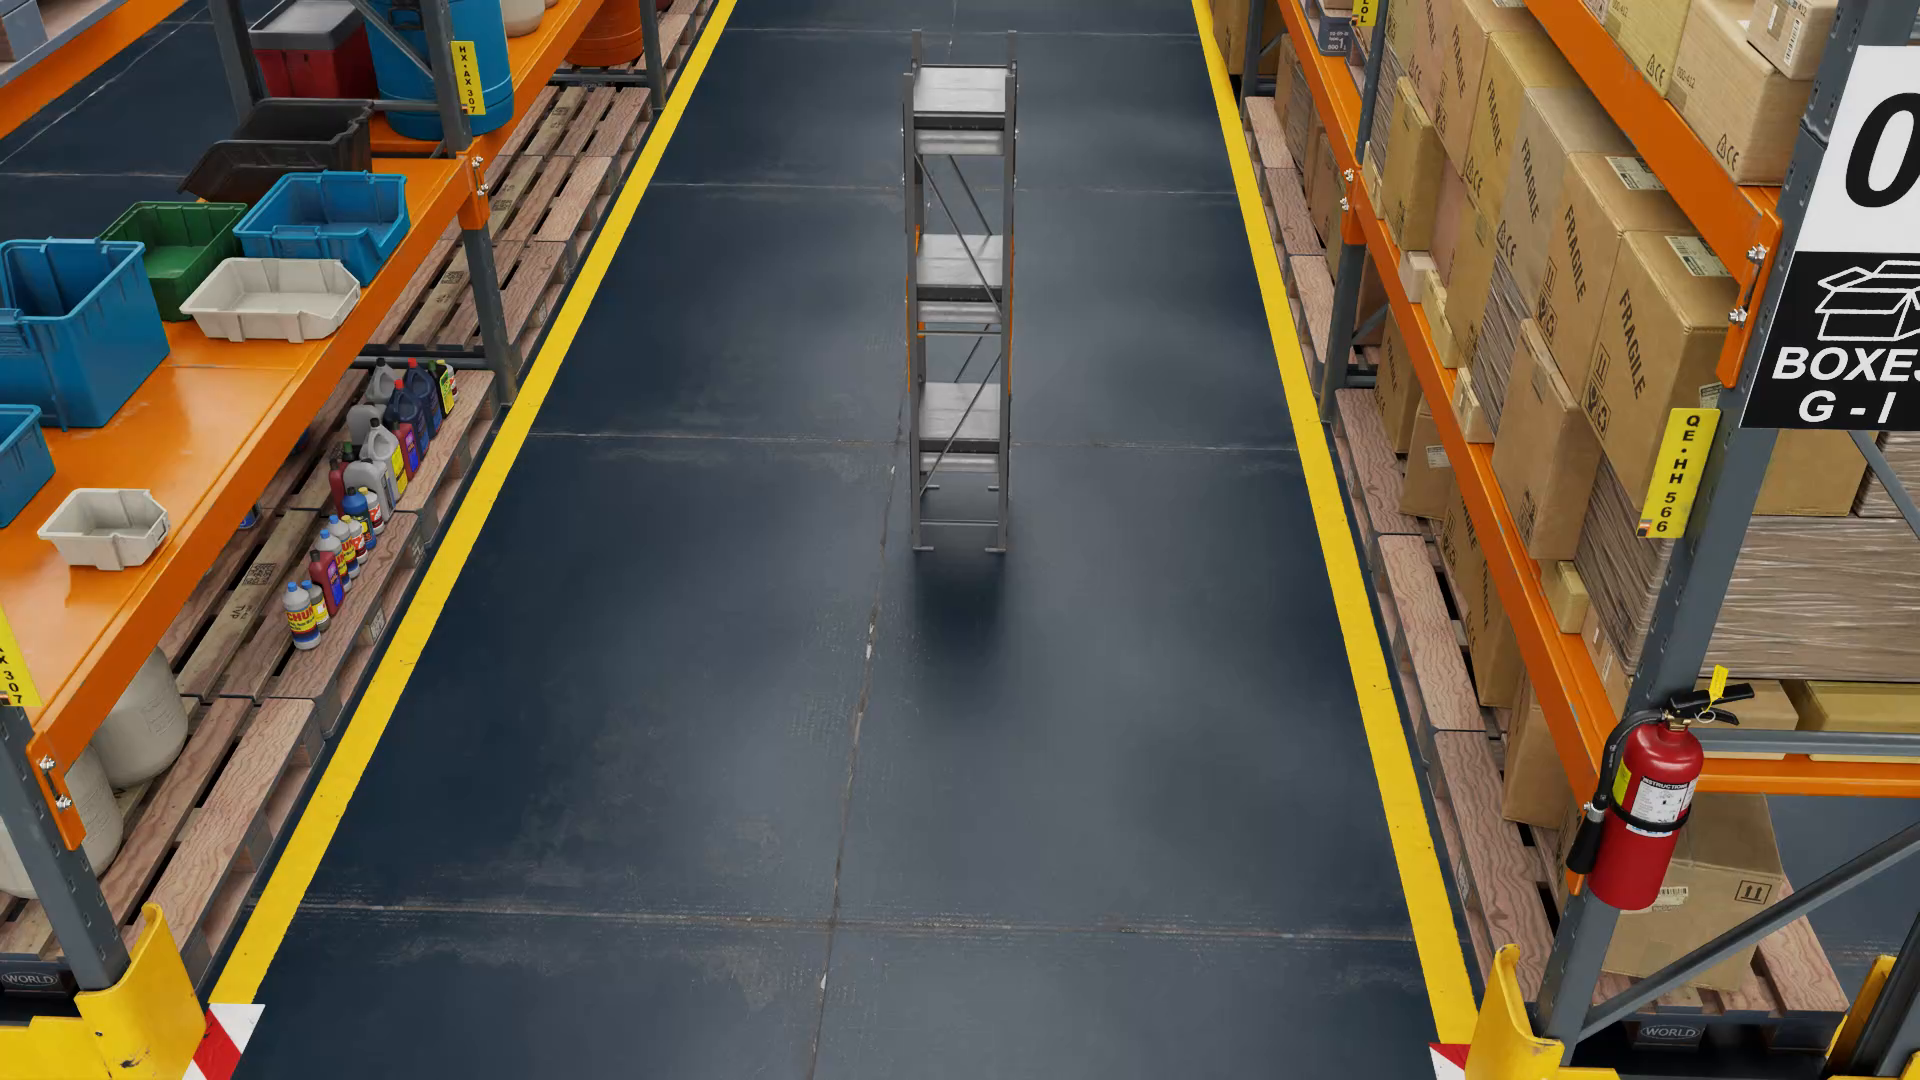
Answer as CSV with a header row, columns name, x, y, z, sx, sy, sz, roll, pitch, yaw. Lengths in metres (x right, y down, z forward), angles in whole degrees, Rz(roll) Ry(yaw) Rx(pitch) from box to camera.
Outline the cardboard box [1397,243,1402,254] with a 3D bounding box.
name,x,y,z,sx,sy,sz,roll,pitch,yaw
cardboard box,1.934,-1.159,6.509,0.380,0.149,0.250,1,35,2

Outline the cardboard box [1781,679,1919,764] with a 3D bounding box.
name,x,y,z,sx,sy,sz,roll,pitch,yaw
cardboard box,2.338,0.432,4.244,0.380,0.149,0.250,1,35,2

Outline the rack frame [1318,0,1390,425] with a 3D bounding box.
name,x,y,z,sx,sy,sz,roll,pitch,yaw
rack frame,2.249,-1.810,7.217,1.000,3.000,0.127,1,35,2

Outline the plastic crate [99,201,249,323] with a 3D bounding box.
name,x,y,z,sx,sy,sz,roll,pitch,yaw
plastic crate,-3.037,-1.065,6.340,0.450,0.188,0.662,1,35,2

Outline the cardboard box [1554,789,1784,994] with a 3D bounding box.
name,x,y,z,sx,sy,sz,roll,pitch,yaw
cardboard box,2.130,0.980,5.055,0.500,0.500,0.500,8,36,11

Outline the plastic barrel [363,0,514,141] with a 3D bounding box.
name,x,y,z,sx,sy,sz,roll,pitch,yaw
plastic barrel,-2.382,-2.345,7.542,0.600,0.901,0.708,1,35,2

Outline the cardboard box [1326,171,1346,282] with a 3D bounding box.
name,x,y,z,sx,sy,sz,roll,pitch,yaw
cardboard box,2.333,-1.593,8.700,0.700,0.500,0.500,1,35,2

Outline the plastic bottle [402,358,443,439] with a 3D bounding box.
name,x,y,z,sx,sy,sz,roll,pitch,yaw
plastic bottle,-2.438,-0.644,7.479,0.144,0.351,0.185,0,35,1

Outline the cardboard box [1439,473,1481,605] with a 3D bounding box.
name,x,y,z,sx,sy,sz,roll,pitch,yaw
cardboard box,2.231,-0.043,6.511,0.500,0.500,0.500,-2,35,-2

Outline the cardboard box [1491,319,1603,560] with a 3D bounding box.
name,x,y,z,sx,sy,sz,roll,pitch,yaw
cardboard box,2.038,-0.280,4.694,0.875,0.500,0.500,1,35,2

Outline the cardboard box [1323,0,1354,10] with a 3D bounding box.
name,x,y,z,sx,sy,sz,roll,pitch,yaw
cardboard box,2.226,-3.022,8.487,0.797,0.503,0.637,5,35,7

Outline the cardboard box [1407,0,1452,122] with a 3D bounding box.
name,x,y,z,sx,sy,sz,roll,pitch,yaw
cardboard box,1.958,-1.842,6.047,0.500,0.500,0.500,1,35,2

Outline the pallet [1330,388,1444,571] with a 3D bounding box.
name,x,y,z,sx,sy,sz,roll,pitch,yaw
pallet,2.257,-0.283,7.469,1.003,0.211,1.213,1,35,2

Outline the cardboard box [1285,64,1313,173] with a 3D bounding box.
name,x,y,z,sx,sy,sz,roll,pitch,yaw
cardboard box,2.393,-2.561,10.077,0.700,0.500,0.500,-1,35,-2

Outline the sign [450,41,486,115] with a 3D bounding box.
name,x,y,z,sx,sy,sz,roll,pitch,yaw
sign,-2.151,-2.019,7.273,0.100,0.325,0.005,1,35,2

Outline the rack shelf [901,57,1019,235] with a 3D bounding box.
name,x,y,z,sx,sy,sz,roll,pitch,yaw
rack shelf,0.007,-1.516,6.387,0.431,0.518,0.480,1,35,2

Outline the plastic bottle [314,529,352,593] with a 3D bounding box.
name,x,y,z,sx,sy,sz,roll,pitch,yaw
plastic bottle,-2.463,0.078,6.520,0.097,0.271,0.097,0,35,0

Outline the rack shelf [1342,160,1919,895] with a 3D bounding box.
name,x,y,z,sx,sy,sz,roll,pitch,yaw
rack shelf,2.168,-0.367,5.789,1.077,0.370,4.000,1,35,2

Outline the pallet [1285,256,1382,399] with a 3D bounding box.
name,x,y,z,sx,sy,sz,roll,pitch,yaw
pallet,2.279,-1.117,8.655,1.003,0.211,1.213,1,35,2

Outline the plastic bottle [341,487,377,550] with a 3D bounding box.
name,x,y,z,sx,sy,sz,roll,pitch,yaw
plastic bottle,-2.451,-0.096,6.767,0.097,0.271,0.097,0,35,0

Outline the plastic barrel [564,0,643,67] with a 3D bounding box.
name,x,y,z,sx,sy,sz,roll,pitch,yaw
plastic barrel,-2.537,-3.788,11.554,0.600,0.830,0.708,1,35,2

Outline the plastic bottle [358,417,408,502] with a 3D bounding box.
name,x,y,z,sx,sy,sz,roll,pitch,yaw
plastic bottle,-2.459,-0.348,7.058,0.144,0.351,0.185,1,35,2

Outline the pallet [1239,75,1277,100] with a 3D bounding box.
name,x,y,z,sx,sy,sz,roll,pitch,yaw
pallet,2.516,-3.419,11.931,1.003,0.211,1.213,1,35,2

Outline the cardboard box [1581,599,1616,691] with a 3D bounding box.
name,x,y,z,sx,sy,sz,roll,pitch,yaw
cardboard box,1.904,0.279,4.463,0.380,0.149,0.250,1,35,2

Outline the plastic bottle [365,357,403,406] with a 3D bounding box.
name,x,y,z,sx,sy,sz,roll,pitch,yaw
plastic bottle,-2.582,-0.647,7.484,0.144,0.351,0.185,1,35,2

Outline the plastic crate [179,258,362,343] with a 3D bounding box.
name,x,y,z,sx,sy,sz,roll,pitch,yaw
plastic crate,-2.512,-0.878,6.120,0.530,0.136,0.437,1,35,2

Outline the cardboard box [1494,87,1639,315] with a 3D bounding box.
name,x,y,z,sx,sy,sz,roll,pitch,yaw
cardboard box,1.900,-0.980,4.821,0.500,0.500,0.500,1,35,2

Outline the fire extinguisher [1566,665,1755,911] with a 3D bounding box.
name,x,y,z,sx,sy,sz,roll,pitch,yaw
fire extinguisher,1.623,0.575,3.891,0.296,0.674,0.183,1,35,2

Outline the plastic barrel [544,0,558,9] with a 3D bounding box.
name,x,y,z,sx,sy,sz,roll,pitch,yaw
plastic barrel,-2.396,-3.195,9.069,0.433,0.535,0.433,0,35,0

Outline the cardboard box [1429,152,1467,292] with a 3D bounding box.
name,x,y,z,sx,sy,sz,roll,pitch,yaw
cardboard box,2.194,-1.140,5.917,0.875,0.500,0.500,1,35,2

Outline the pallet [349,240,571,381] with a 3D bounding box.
name,x,y,z,sx,sy,sz,roll,pitch,yaw
pallet,-2.707,-1.236,8.825,1.003,0.211,1.213,1,35,2

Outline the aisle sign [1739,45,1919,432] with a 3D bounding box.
name,x,y,z,sx,sy,sz,roll,pitch,yaw
aisle sign,1.786,-0.547,3.159,0.394,0.787,0.004,1,35,2

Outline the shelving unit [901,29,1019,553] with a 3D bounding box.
name,x,y,z,sx,sy,sz,roll,pitch,yaw
shelving unit,0.007,-0.954,6.782,0.431,2.100,0.503,1,35,2

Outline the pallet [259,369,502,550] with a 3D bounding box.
name,x,y,z,sx,sy,sz,roll,pitch,yaw
pallet,-2.769,-0.399,7.634,1.003,0.211,1.213,1,35,2

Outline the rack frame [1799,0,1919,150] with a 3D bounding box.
name,x,y,z,sx,sy,sz,roll,pitch,yaw
rack frame,2.088,-1.967,2.222,1.000,3.000,0.127,1,35,2

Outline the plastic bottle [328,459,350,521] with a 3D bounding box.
name,x,y,z,sx,sy,sz,roll,pitch,yaw
plastic bottle,-2.576,-0.230,6.948,0.061,0.283,0.133,1,35,2

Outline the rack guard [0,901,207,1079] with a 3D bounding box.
name,x,y,z,sx,sy,sz,roll,pitch,yaw
rack guard,-2.905,1.351,4.892,1.175,0.500,0.348,1,35,2

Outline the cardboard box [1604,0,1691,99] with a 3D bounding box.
name,x,y,z,sx,sy,sz,roll,pitch,yaw
cardboard box,1.871,-1.248,3.938,0.500,0.250,0.500,2,35,2

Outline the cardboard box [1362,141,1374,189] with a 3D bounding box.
name,x,y,z,sx,sy,sz,roll,pitch,yaw
cardboard box,1.940,-1.591,7.123,0.380,0.149,0.250,1,35,2

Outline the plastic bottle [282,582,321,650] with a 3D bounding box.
name,x,y,z,sx,sy,sz,roll,pitch,yaw
plastic bottle,-2.477,0.275,6.240,0.097,0.271,0.097,0,35,0

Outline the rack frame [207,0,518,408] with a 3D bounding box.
name,x,y,z,sx,sy,sz,roll,pitch,yaw
rack frame,-2.700,-1.925,7.380,1.000,3.000,0.127,1,35,2

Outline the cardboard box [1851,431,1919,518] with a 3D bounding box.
name,x,y,z,sx,sy,sz,roll,pitch,yaw
cardboard box,2.382,-0.393,3.986,0.500,0.500,0.500,1,35,2

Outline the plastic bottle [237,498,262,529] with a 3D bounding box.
name,x,y,z,sx,sy,sz,roll,pitch,yaw
plastic bottle,-3.023,-0.194,6.904,0.152,0.276,0.135,1,35,2

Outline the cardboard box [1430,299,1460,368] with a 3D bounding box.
name,x,y,z,sx,sy,sz,roll,pitch,yaw
cardboard box,1.893,-0.729,5.897,0.380,0.149,0.250,1,35,2
